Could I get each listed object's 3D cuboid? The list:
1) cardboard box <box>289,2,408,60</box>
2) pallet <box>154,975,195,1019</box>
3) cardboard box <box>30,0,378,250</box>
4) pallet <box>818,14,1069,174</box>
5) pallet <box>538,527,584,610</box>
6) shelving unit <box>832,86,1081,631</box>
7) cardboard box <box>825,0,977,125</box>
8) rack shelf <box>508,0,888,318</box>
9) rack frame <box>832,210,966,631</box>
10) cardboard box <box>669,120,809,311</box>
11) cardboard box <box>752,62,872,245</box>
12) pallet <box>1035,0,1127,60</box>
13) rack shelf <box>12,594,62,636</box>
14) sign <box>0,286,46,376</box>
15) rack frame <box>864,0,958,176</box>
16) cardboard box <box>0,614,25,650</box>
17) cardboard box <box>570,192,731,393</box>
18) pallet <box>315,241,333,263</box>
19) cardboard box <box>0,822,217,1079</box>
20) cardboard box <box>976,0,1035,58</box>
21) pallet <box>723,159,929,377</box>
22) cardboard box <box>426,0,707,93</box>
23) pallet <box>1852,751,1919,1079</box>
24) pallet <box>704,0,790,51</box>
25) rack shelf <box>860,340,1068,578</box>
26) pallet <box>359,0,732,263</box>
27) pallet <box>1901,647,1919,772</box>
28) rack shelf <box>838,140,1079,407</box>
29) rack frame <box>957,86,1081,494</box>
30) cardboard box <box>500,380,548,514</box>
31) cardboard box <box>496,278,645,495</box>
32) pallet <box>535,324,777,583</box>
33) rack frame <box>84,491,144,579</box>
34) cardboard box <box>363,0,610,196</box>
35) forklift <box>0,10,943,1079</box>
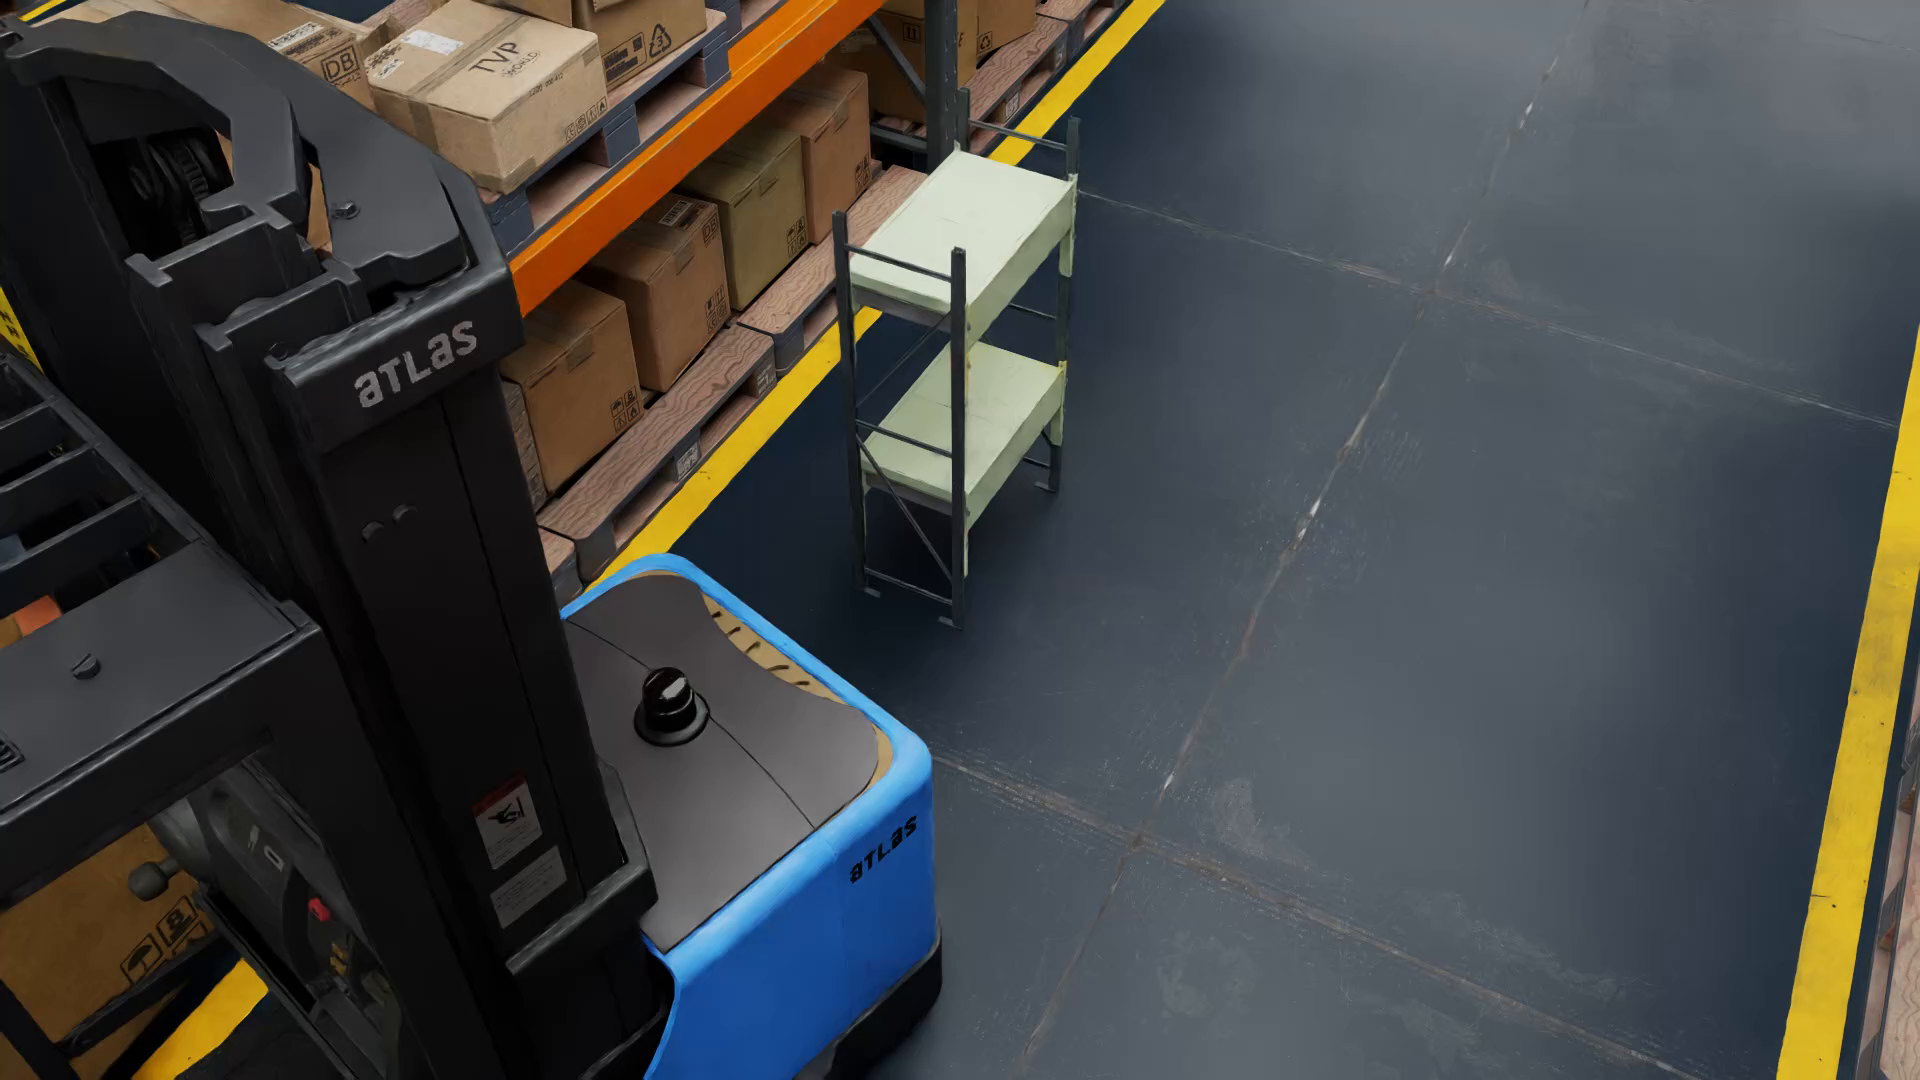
[{"bbox_3d":[-1.801,-1.427,4.850,0.396,0.266,0.258,19,48,18],"label":"cardboard box"},{"bbox_3d":[-2.769,1.265,4.351,1.003,0.211,1.213,20,49,19],"label":"pallet"},{"bbox_3d":[-1.950,-1.108,4.370,0.700,0.500,0.500,28,51,25],"label":"cardboard box"},{"bbox_3d":[-0.199,-2.161,7.738,1.003,0.211,1.213,20,49,19],"label":"pallet"},{"bbox_3d":[-1.972,0.302,5.303,1.003,0.211,1.213,20,49,19],"label":"pallet"},{"bbox_3d":[0.003,-0.531,5.221,0.431,1.500,0.755,20,49,19],"label":"shelving unit"},{"bbox_3d":[-0.258,-2.214,7.292,0.500,0.500,0.500,19,48,18],"label":"cardboard box"},{"bbox_3d":[-1.408,-1.194,5.327,1.077,0.370,4.000,20,49,19],"label":"rack shelf"},{"bbox_3d":[-0.167,-0.301,4.993,0.400,1.500,0.023,20,49,19],"label":"rack frame"},{"bbox_3d":[-1.021,-1.309,6.383,0.700,0.500,0.500,20,49,19],"label":"cardboard box"},{"bbox_3d":[-0.783,-1.603,6.673,0.700,0.500,0.500,17,48,16],"label":"cardboard box"},{"bbox_3d":[0.366,-2.933,8.500,1.003,0.211,1.213,20,49,19],"label":"pallet"},{"bbox_3d":[-3.265,1.326,2.836,1.077,0.370,4.000,20,49,19],"label":"rack shelf"},{"bbox_3d":[-1.843,-0.413,3.235,0.100,0.325,0.005,20,49,19],"label":"sign"},{"bbox_3d":[-0.479,-2.707,6.316,1.000,3.000,0.127,20,49,19],"label":"rack frame"},{"bbox_3d":[-2.346,0.171,3.402,0.500,0.500,0.500,22,49,20],"label":"cardboard box"},{"bbox_3d":[-1.281,-0.956,6.034,0.700,0.500,0.500,17,48,16],"label":"cardboard box"},{"bbox_3d":[-2.100,-0.603,4.372,1.213,0.211,1.003,20,49,19],"label":"pallet"},{"bbox_3d":[-2.675,0.840,4.009,1.225,0.875,0.875,18,48,17],"label":"cardboard box"},{"bbox_3d":[0.001,-2.578,7.651,0.500,0.500,0.500,-34,55,-29],"label":"cardboard box"},{"bbox_3d":[-0.839,-1.236,6.823,1.003,0.211,1.213,20,49,19],"label":"pallet"},{"bbox_3d":[-1.202,-1.768,5.021,0.797,0.503,0.637,25,51,23],"label":"cardboard box"},{"bbox_3d":[3.012,1.188,4.428,1.003,0.211,1.213,20,49,19],"label":"pallet"},{"bbox_3d":[-0.963,-2.206,5.956,1.003,0.211,1.213,20,49,19],"label":"pallet"},{"bbox_3d":[0.003,-0.302,5.453,0.431,0.370,0.720,20,49,19],"label":"rack shelf"},{"bbox_3d":[-1.453,-1.380,5.140,1.003,0.211,1.213,20,49,19],"label":"pallet"},{"bbox_3d":[3.577,0.416,5.190,1.003,0.211,1.213,20,49,19],"label":"pallet"},{"bbox_3d":[0.003,-0.806,4.943,0.431,0.370,0.720,20,49,19],"label":"rack shelf"},{"bbox_3d":[0.173,-0.762,5.449,0.400,1.500,0.023,20,49,19],"label":"rack frame"},{"bbox_3d":[-1.797,-0.245,5.331,0.700,0.500,0.500,17,48,16],"label":"cardboard box"},{"bbox_3d":[-1.540,-0.605,5.687,0.700,0.500,0.500,24,50,22],"label":"cardboard box"},{"bbox_3d":[-1.405,-0.464,6.060,1.003,0.211,1.213,20,49,19],"label":"pallet"},{"bbox_3d":[-2.336,-0.187,3.826,1.000,3.000,0.127,20,49,19],"label":"rack frame"},{"bbox_3d":[-1.354,-1.262,4.698,0.500,0.250,0.500,19,48,18],"label":"cardboard box"},{"bbox_3d":[-1.426,0.728,2.970,1.130,2.935,3.031,34,54,29],"label":"forklift"}]
